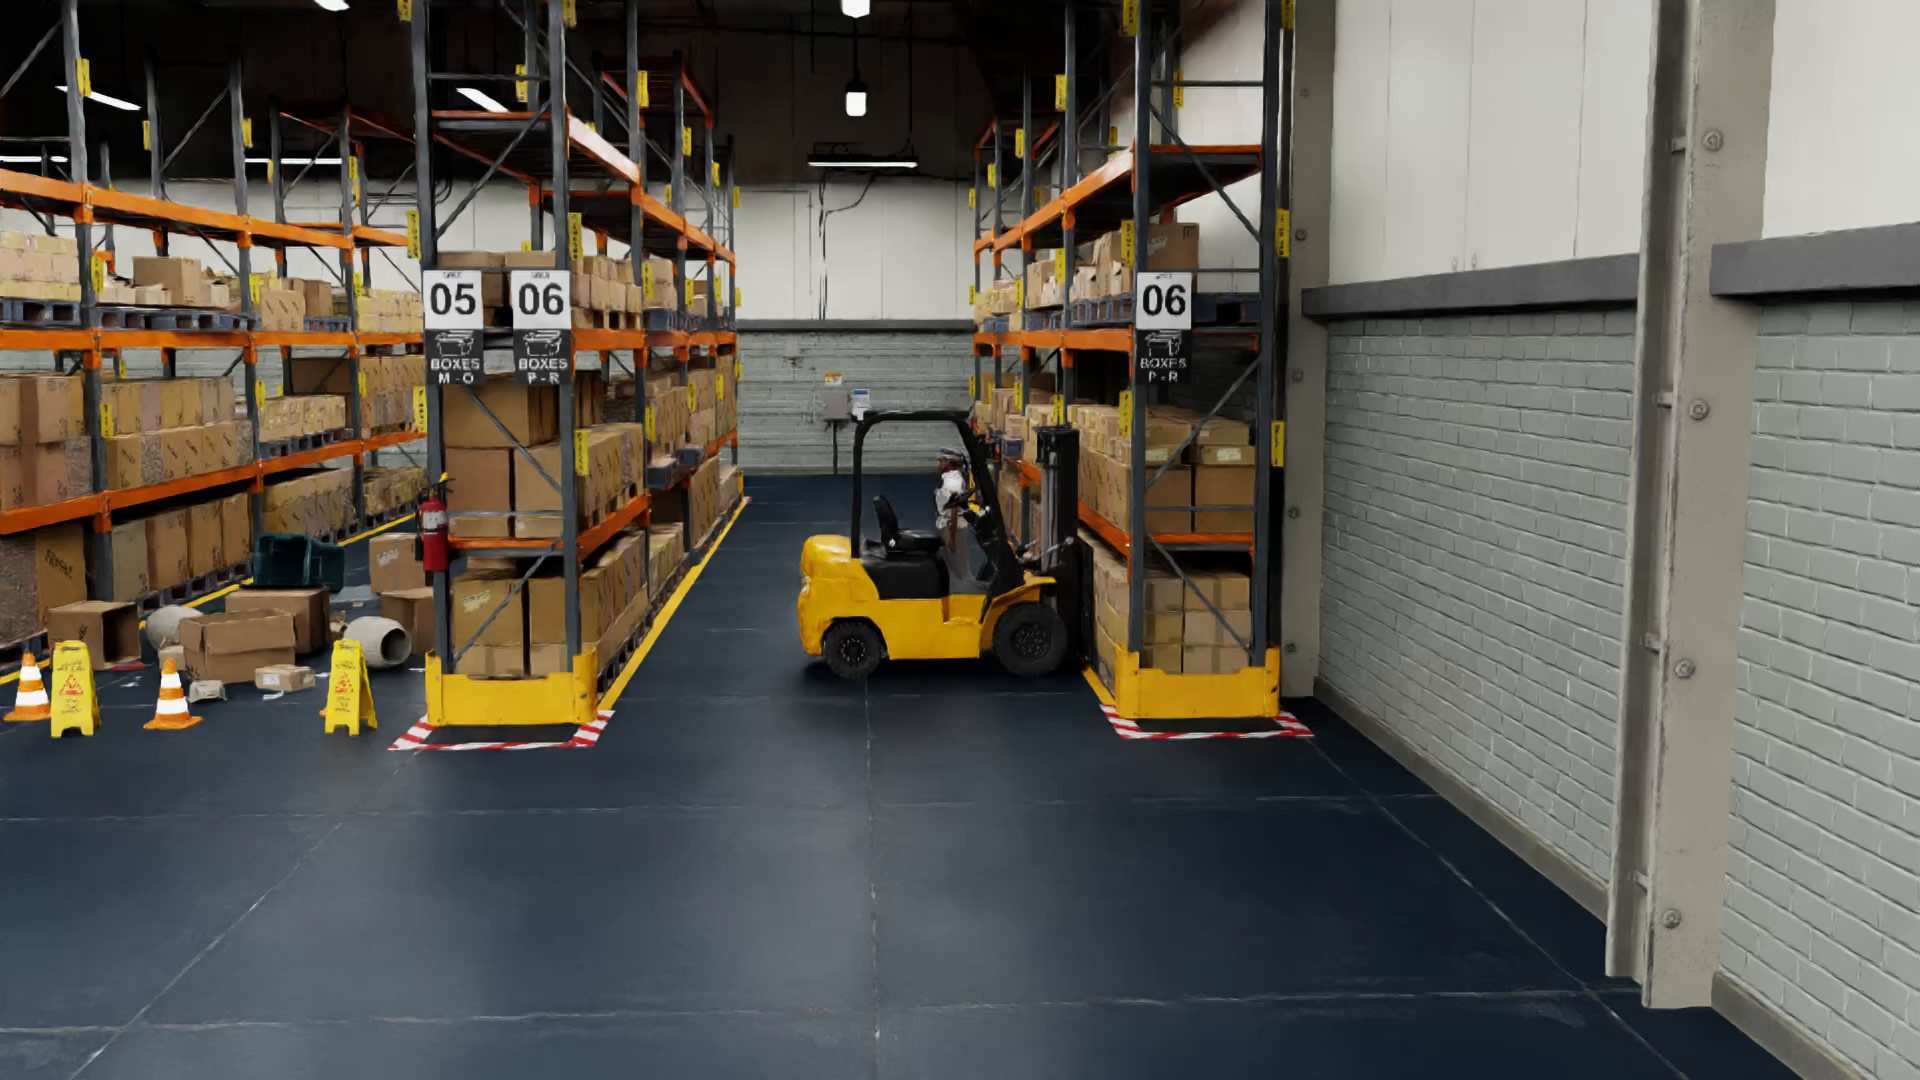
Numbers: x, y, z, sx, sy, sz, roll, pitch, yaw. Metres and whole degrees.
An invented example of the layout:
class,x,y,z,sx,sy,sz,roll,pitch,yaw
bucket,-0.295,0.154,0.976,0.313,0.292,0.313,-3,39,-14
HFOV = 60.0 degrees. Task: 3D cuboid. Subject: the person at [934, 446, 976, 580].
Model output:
class,x,y,z,sx,sy,sz,roll,pitch,yaw
person,-0.104,-0.091,16.318,0.579,1.664,0.657,-1,7,-7
